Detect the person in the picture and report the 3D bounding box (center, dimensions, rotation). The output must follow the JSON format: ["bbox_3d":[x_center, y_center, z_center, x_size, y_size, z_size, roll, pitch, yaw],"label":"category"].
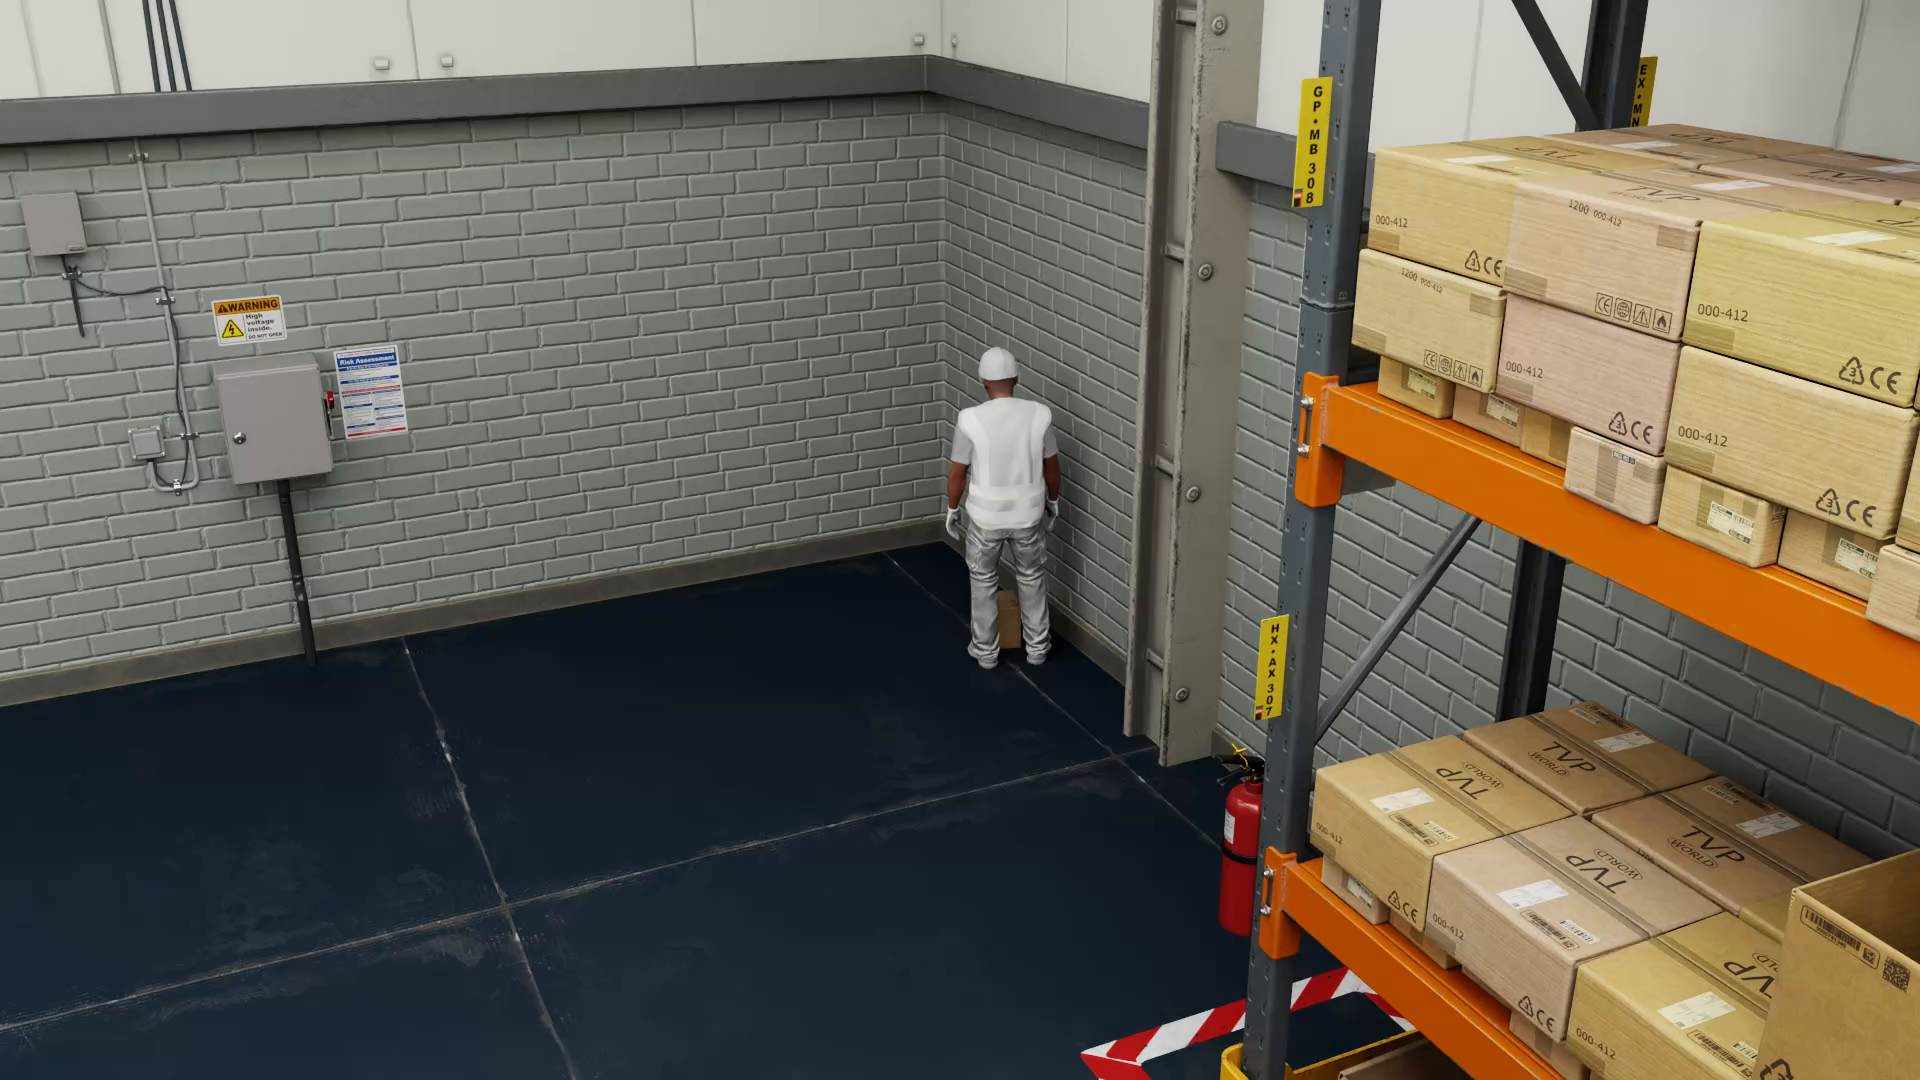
[{"bbox_3d":[0.235,-0.160,8.970,0.629,1.775,0.444,-4,22,-9],"label":"person"}]
